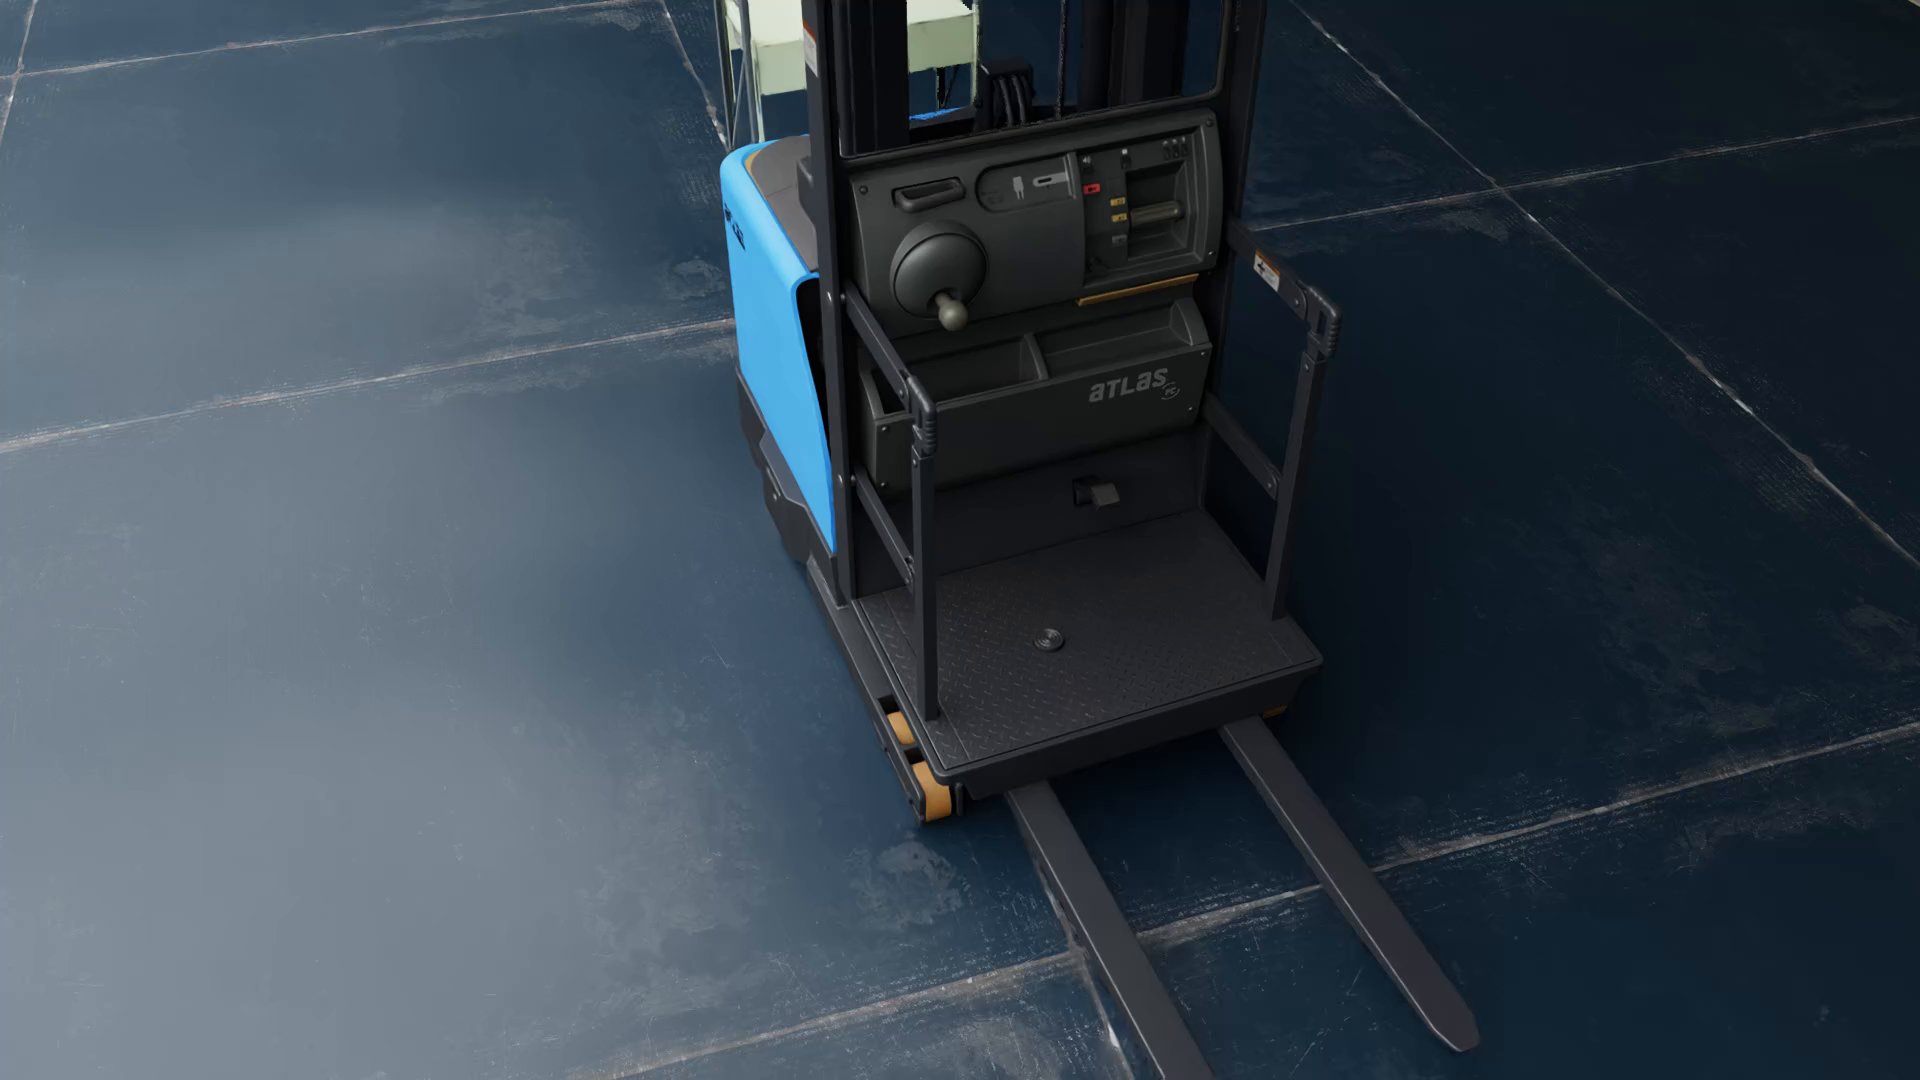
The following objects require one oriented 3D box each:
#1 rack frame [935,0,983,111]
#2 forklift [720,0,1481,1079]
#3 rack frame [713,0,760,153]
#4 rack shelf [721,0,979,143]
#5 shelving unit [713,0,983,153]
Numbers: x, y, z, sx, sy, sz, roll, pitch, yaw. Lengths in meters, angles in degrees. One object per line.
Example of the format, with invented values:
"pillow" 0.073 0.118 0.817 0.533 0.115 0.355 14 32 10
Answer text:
"rack frame" -0.004 -1.325 5.618 0.023 1.500 0.400 -14 41 -15
"forklift" 0.280 -0.677 3.797 1.130 2.935 3.031 -15 43 -16
"rack frame" -0.690 -1.157 5.425 0.023 1.500 0.400 -14 41 -15
"rack shelf" -0.351 -1.542 5.272 0.720 0.370 0.431 -14 41 -15
"shelving unit" -0.347 -1.241 5.521 0.755 1.500 0.431 -14 41 -15
